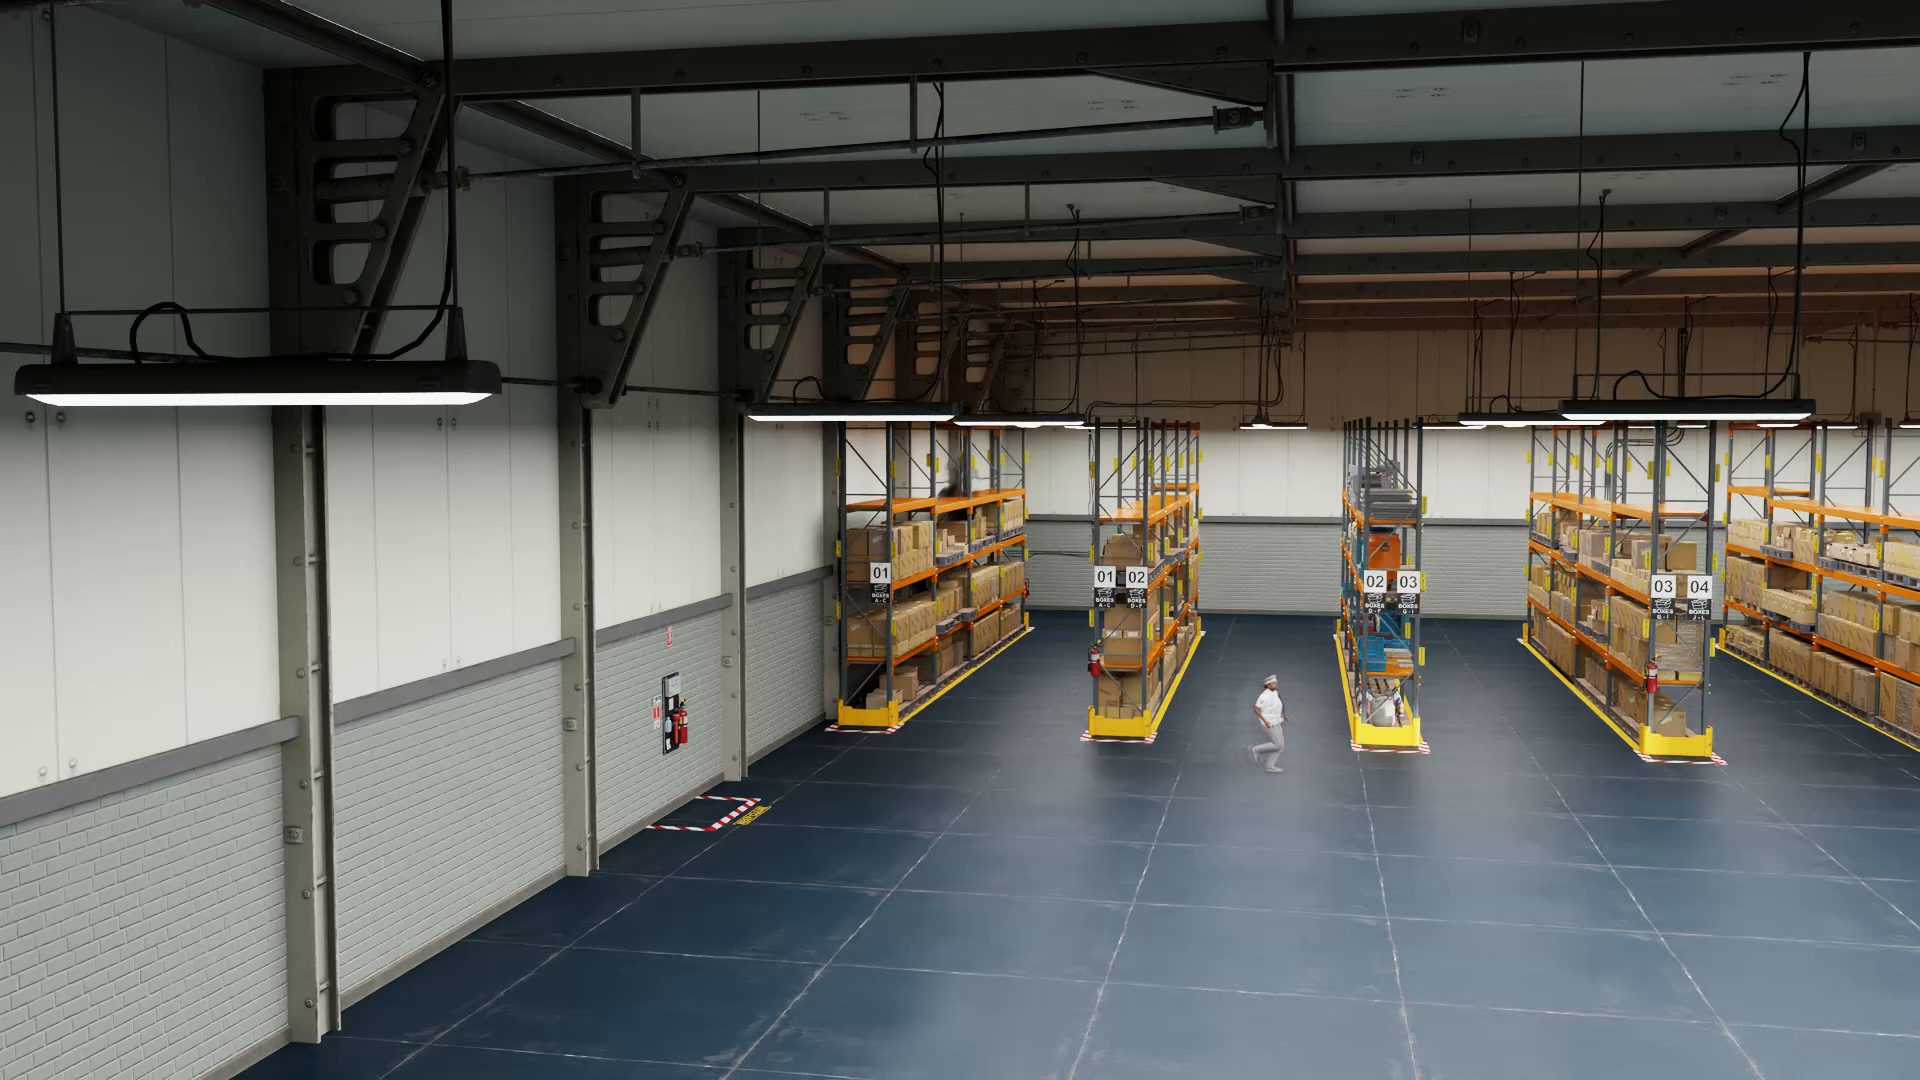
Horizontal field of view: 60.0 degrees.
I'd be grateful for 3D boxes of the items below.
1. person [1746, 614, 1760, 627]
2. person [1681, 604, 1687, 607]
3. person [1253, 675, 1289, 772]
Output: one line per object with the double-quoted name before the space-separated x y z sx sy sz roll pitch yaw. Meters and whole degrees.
"person" 21.537 1.948 45.100 0.715 1.746 0.738 0 4 7
"person" 18.649 2.153 42.579 0.616 1.654 0.933 1 4 17
"person" 5.249 3.084 28.028 0.551 1.646 0.589 3 5 39
